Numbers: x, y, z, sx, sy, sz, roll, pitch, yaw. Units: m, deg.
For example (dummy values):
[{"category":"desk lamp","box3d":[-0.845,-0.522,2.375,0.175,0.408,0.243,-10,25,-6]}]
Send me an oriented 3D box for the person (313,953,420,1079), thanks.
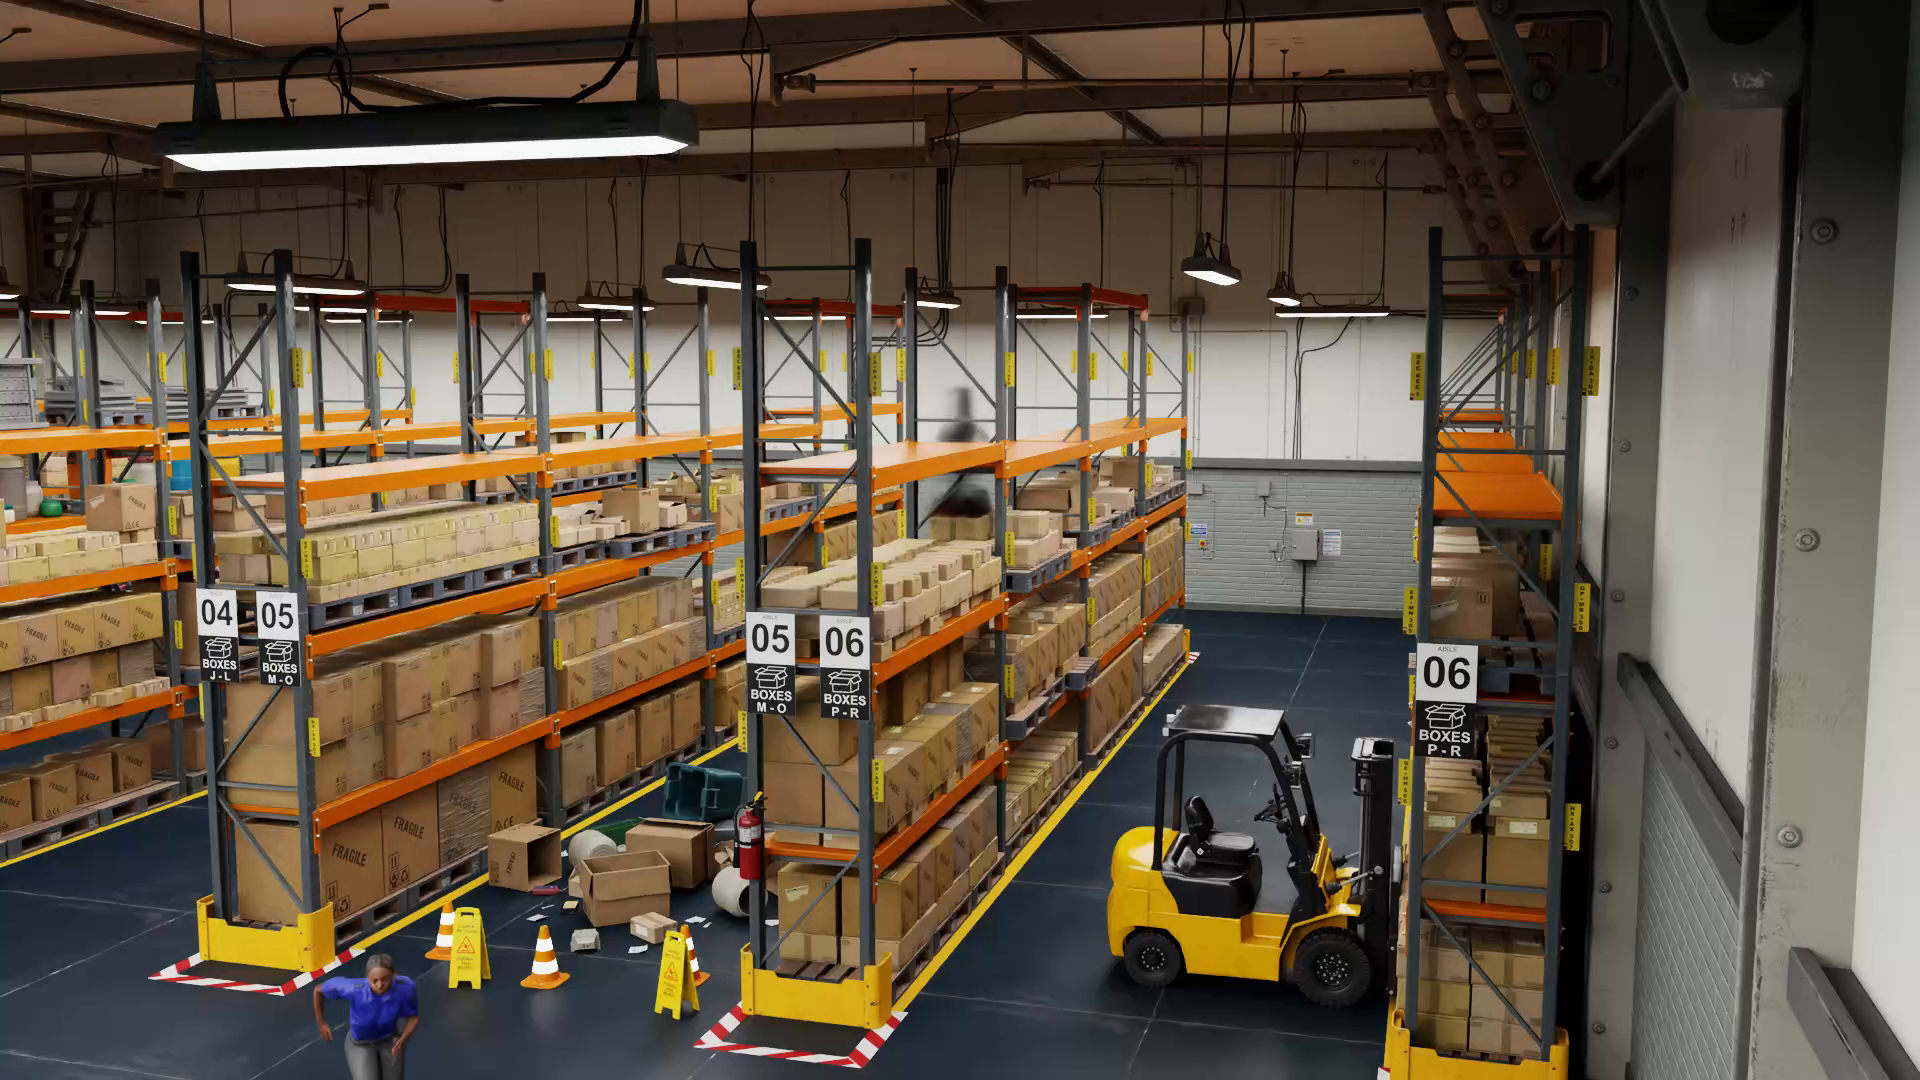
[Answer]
[{"category":"person","box3d":[-3.732,3.262,10.501,0.602,1.487,0.849,-3,7,-29]}]
